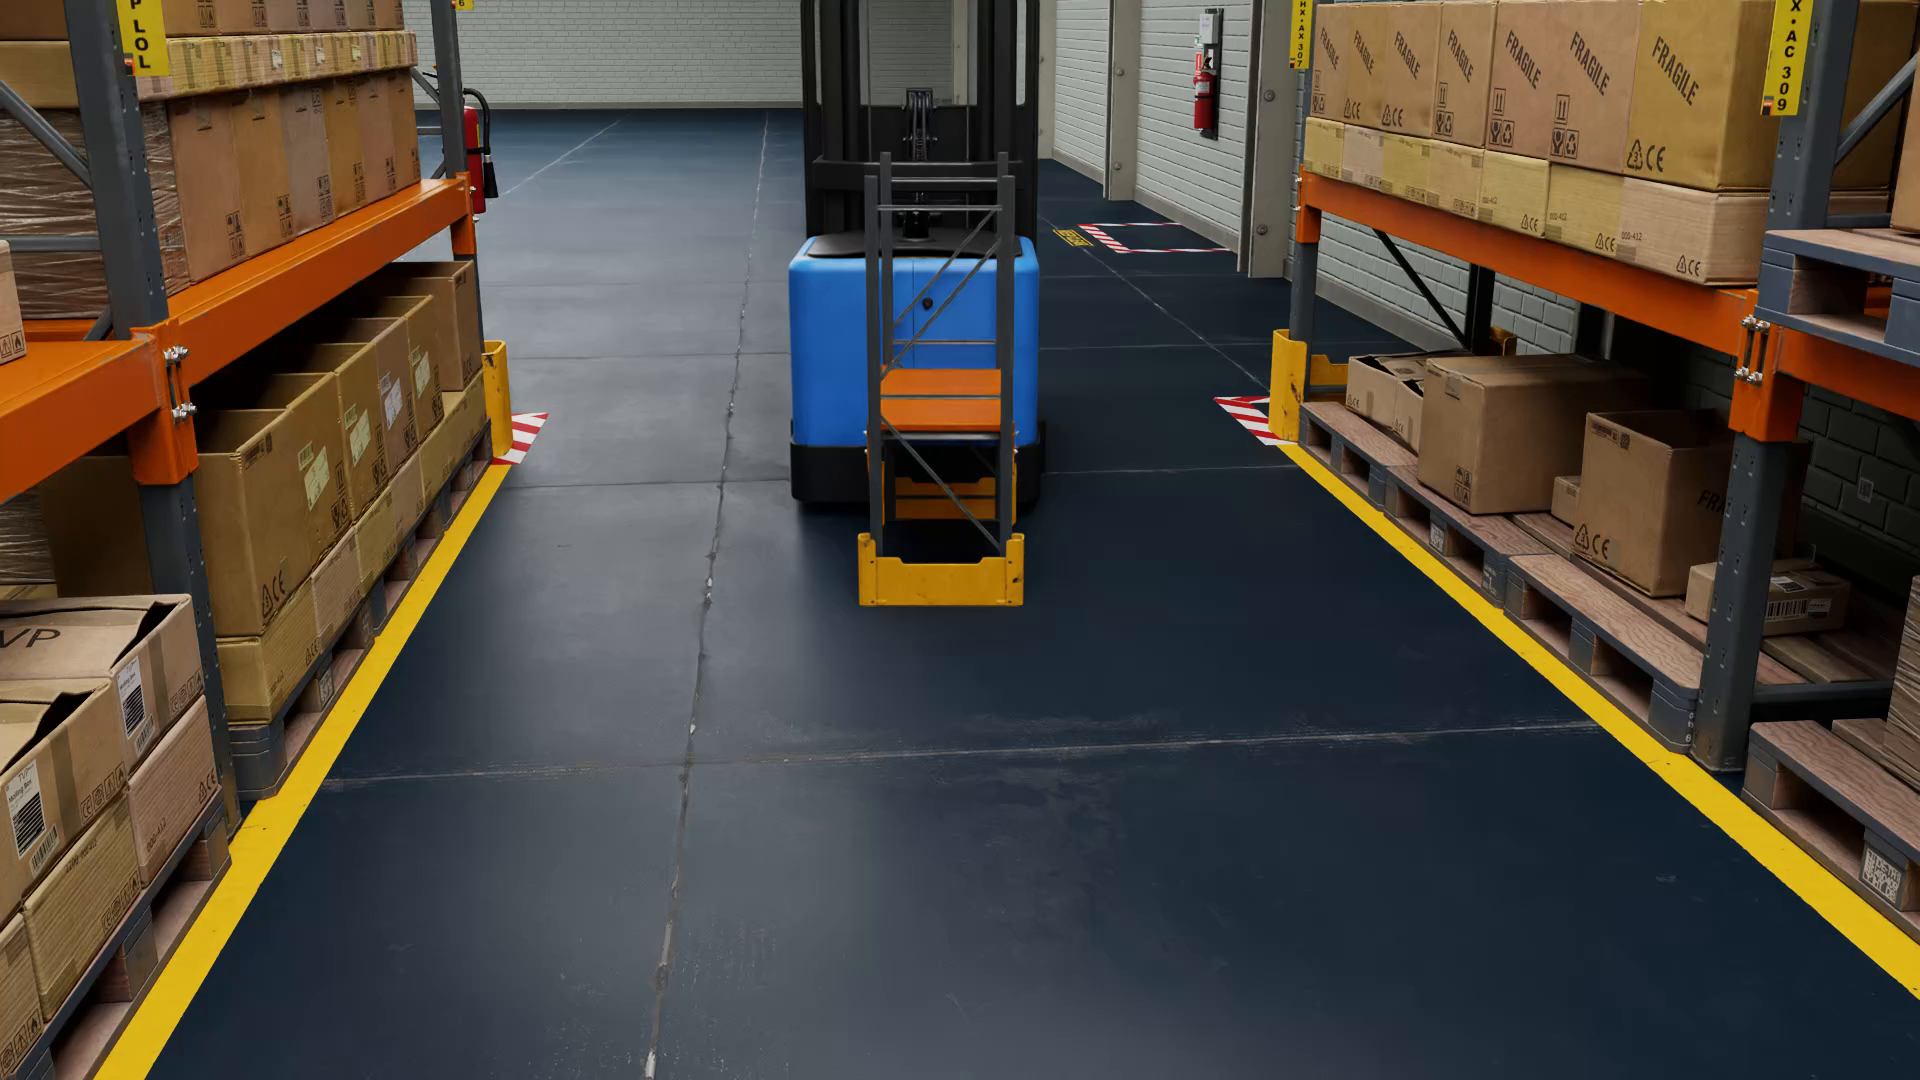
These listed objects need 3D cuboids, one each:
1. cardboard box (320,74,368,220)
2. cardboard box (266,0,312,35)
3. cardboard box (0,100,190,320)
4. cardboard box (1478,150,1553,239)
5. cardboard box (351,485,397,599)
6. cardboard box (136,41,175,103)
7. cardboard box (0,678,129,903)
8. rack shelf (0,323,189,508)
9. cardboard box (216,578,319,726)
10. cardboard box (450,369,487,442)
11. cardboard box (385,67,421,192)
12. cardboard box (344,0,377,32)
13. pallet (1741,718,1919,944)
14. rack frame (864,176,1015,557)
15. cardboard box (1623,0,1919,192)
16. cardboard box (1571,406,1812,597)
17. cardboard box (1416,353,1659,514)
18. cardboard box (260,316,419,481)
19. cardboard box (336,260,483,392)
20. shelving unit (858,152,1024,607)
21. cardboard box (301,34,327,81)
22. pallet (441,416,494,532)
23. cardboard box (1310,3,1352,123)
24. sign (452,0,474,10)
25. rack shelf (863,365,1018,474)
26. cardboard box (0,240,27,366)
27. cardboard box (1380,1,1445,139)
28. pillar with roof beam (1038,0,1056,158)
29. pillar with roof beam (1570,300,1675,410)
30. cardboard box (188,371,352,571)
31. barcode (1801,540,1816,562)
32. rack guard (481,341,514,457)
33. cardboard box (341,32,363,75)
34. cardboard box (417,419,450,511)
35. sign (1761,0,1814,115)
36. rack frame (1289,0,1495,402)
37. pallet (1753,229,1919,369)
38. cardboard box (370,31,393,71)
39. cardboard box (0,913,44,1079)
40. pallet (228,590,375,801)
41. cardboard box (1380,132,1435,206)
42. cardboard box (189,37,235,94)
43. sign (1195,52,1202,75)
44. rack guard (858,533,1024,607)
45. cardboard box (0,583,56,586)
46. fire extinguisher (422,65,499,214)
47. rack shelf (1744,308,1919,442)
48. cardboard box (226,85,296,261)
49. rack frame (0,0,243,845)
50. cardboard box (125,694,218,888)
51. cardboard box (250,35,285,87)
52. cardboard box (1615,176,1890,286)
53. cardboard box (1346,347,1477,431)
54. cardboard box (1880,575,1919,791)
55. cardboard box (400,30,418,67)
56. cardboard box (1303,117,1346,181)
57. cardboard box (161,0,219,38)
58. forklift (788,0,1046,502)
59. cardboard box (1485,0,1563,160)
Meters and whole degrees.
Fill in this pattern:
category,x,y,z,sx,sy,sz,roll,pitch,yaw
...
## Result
category,x,y,z,sx,sy,sz,roll,pitch,yaw
cardboard box,-2.629,-1.455,6.137,0.700,0.500,0.500,-2,18,-5
cardboard box,-2.564,-1.907,5.410,0.700,0.500,0.500,-2,18,-6
cardboard box,-2.409,-0.839,4.175,0.700,0.500,0.500,-2,18,-7
cardboard box,2.109,-1.181,5.649,0.500,0.250,0.500,-2,18,-6
cardboard box,-2.196,0.006,5.539,0.500,0.250,0.500,-2,18,-6
cardboard box,-2.218,-1.177,4.170,0.380,0.149,0.250,-2,17,-5
cardboard box,-1.970,0.451,3.185,0.500,0.311,0.500,-1,17,-4
rack shelf,-2.150,0.280,1.979,1.077,0.370,4.000,-2,18,-6
cardboard box,-2.103,0.305,4.589,0.500,0.250,0.500,-2,18,-6
cardboard box,-2.420,-0.589,7.435,0.500,0.250,0.500,-2,18,-6
cardboard box,-2.734,-1.759,7.106,0.700,0.500,0.500,-2,18,-6
cardboard box,-2.669,-2.206,6.363,0.700,0.500,0.500,-2,18,-7
pallet,2.652,0.749,3.940,1.003,0.211,1.213,-2,18,-6
rack frame,-0.067,-0.489,5.732,0.500,1.500,0.032,0,17,0
cardboard box,2.214,-1.241,4.586,0.500,0.500,0.500,-2,18,-6
cardboard box,2.423,-0.139,5.550,0.500,0.500,0.500,-3,18,-10
cardboard box,2.224,-0.424,6.458,0.700,0.500,0.500,-3,18,-9
cardboard box,-2.250,-0.500,5.900,0.500,0.500,0.500,-2,18,-6
cardboard box,-2.418,-0.947,7.323,0.500,0.500,0.500,-2,18,-6
shelving unit,-0.064,-0.639,6.209,0.587,1.500,1.083,0,17,0
cardboard box,-2.378,-1.638,5.638,0.380,0.149,0.250,-2,18,-6
pallet,-2.649,-0.294,7.262,1.003,0.211,1.213,-2,18,-6
cardboard box,1.908,-2.150,7.481,0.500,0.500,0.500,-2,18,-6
sign,-2.228,-2.529,7.397,0.100,0.325,0.005,-2,18,-6
rack shelf,-0.064,-0.470,6.271,0.538,0.185,1.000,0,17,0
cardboard box,-2.262,-0.443,3.329,0.500,0.250,0.500,-1,17,-2
cardboard box,1.996,-1.848,6.520,0.500,0.500,0.500,-2,18,-7
pillar with roof beam,-3.048,-9.916,23.237,9.100,9.000,0.400,-2,18,-6
pillar with roof beam,-1.192,-4.553,6.155,9.100,9.000,0.400,-2,18,-6
cardboard box,-2.152,-0.202,4.951,0.500,0.500,0.500,-2,18,-6
barcode,2.781,0.040,5.447,0.001,0.075,0.075,-2,18,-6
rack guard,-2.772,-0.666,7.963,1.175,0.500,0.348,-2,18,-6
cardboard box,-2.434,-1.793,6.131,0.380,0.149,0.250,-1,17,-4
cardboard box,-2.303,-0.291,6.487,0.500,0.250,0.500,-2,18,-6
sign,2.031,-1.208,4.070,0.100,0.325,0.005,-2,18,-6
rack frame,2.158,-2.005,8.057,1.000,3.000,0.127,-2,18,-6
pallet,2.504,-0.490,3.550,1.003,0.211,1.213,-2,18,-6
cardboard box,-2.485,-1.946,6.619,0.380,0.149,0.250,-2,18,-6
cardboard box,-1.922,0.870,2.788,0.500,0.250,0.500,-1,17,-4
pallet,-2.397,0.433,4.946,1.003,0.211,1.213,-2,18,-6
cardboard box,2.007,-1.482,6.606,0.500,0.250,0.500,-2,18,-7
cardboard box,-2.275,-1.332,4.663,0.380,0.149,0.250,-2,18,-6
sign,2.300,-4.533,16.050,0.001,0.329,0.234,-2,18,-6
rack guard,-0.067,0.106,5.921,0.587,0.250,0.087,0,17,0
cardboard box,-2.664,0.171,5.013,0.500,0.250,0.500,-2,18,-6
fire extinguisher,-2.319,-1.864,7.735,0.296,0.674,0.183,-2,18,-6
rack shelf,2.776,0.126,2.470,1.077,0.370,4.000,-2,18,-6
cardboard box,-2.517,-1.146,5.152,0.700,0.500,0.500,-2,17,-5
rack frame,-2.357,-0.659,3.770,1.000,3.000,0.127,-2,18,-6
cardboard box,-2.026,0.567,3.754,0.500,0.250,0.500,-2,18,-6
cardboard box,-2.329,-1.486,5.154,0.380,0.149,0.250,-2,18,-7
cardboard box,2.220,-0.883,4.700,0.500,0.250,0.500,-2,18,-6
cardboard box,2.139,-0.723,7.728,0.500,0.311,0.500,-4,18,-12
cardboard box,2.663,0.388,3.872,0.700,0.500,0.500,-1,17,-4
cardboard box,-2.540,-2.100,7.110,0.380,0.149,0.250,-2,18,-7
cardboard box,1.892,-1.788,7.582,0.500,0.250,0.500,-2,18,-7
cardboard box,-2.462,-1.609,4.460,0.700,0.500,0.500,-2,18,-6
forklift,-0.179,-1.940,7.963,1.130,2.935,3.031,0,17,0
cardboard box,2.115,-1.540,5.538,0.500,0.500,0.500,-2,18,-7
